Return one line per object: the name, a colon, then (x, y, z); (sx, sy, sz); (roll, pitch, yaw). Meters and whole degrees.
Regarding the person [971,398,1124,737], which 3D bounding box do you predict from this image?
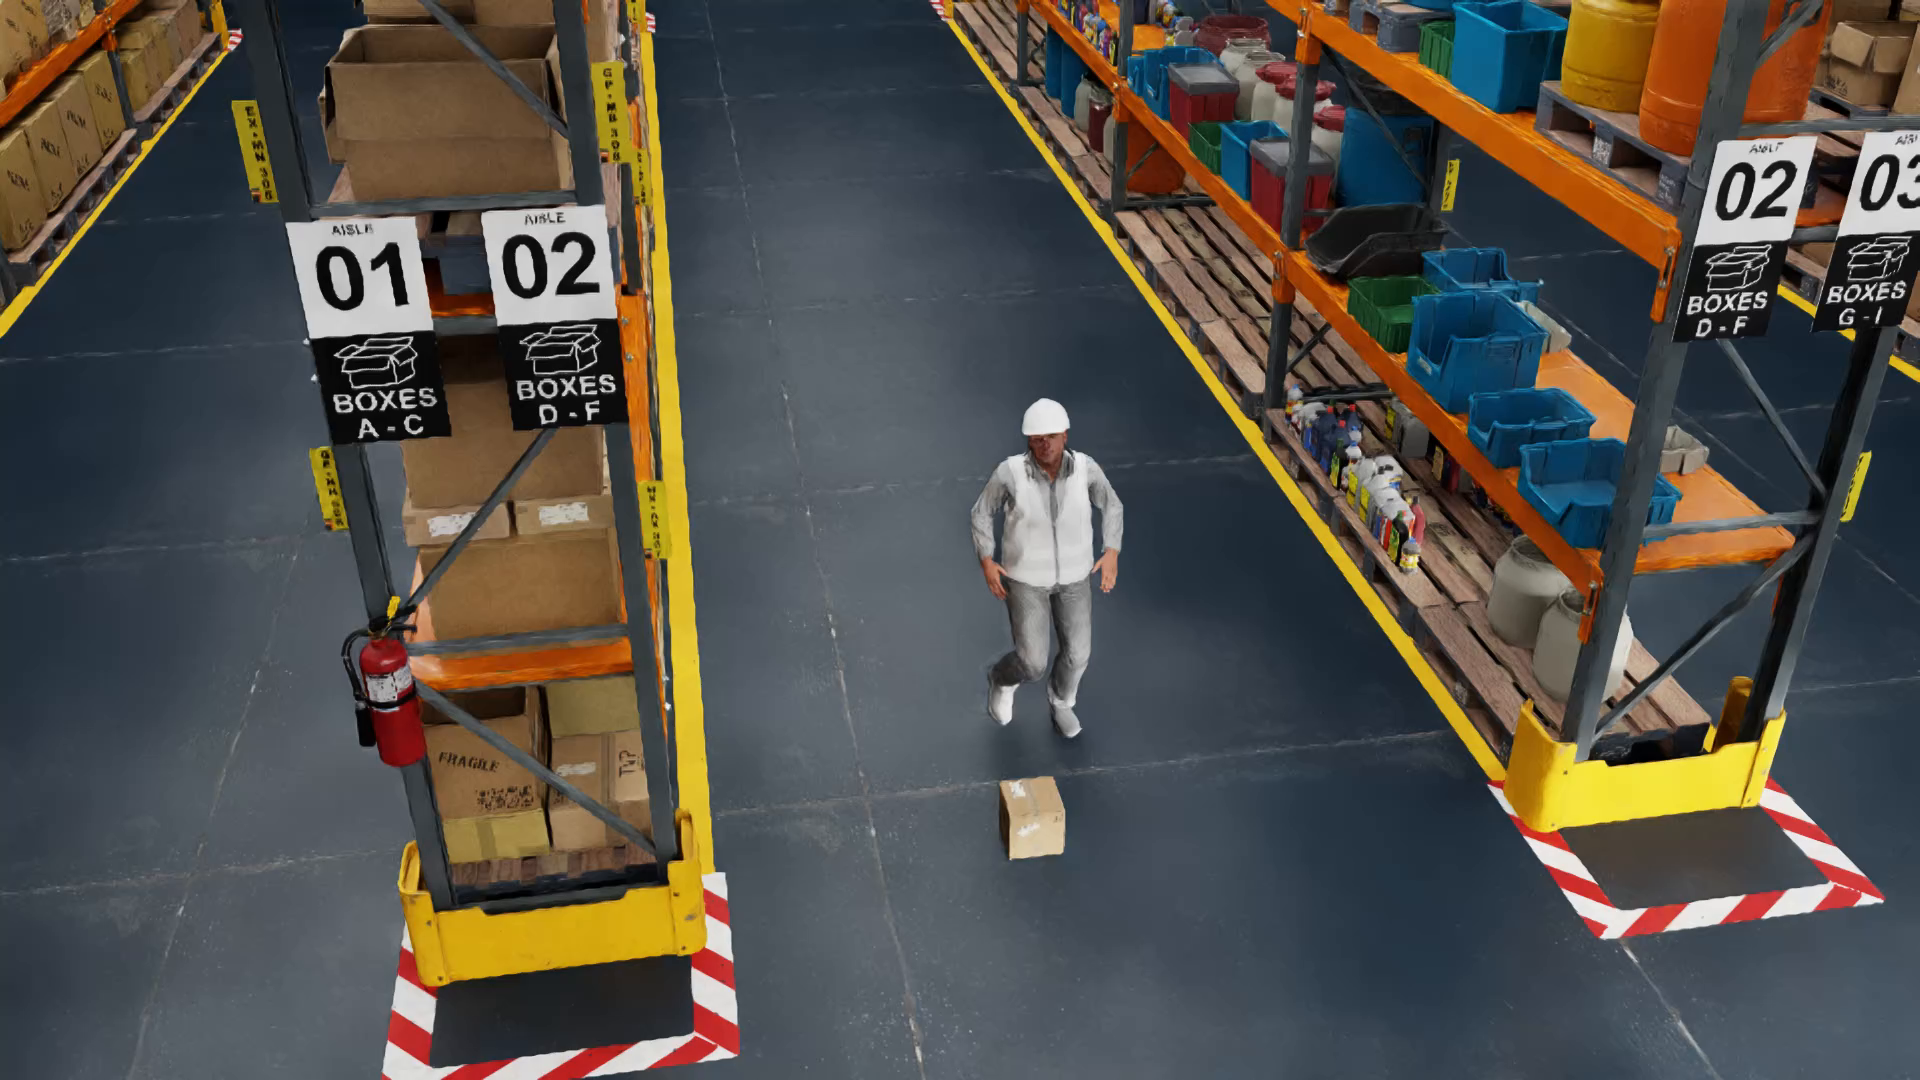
person: (0.442, 0.166, 7.862); (0.716, 1.747, 0.503); (-8, 31, -13)
